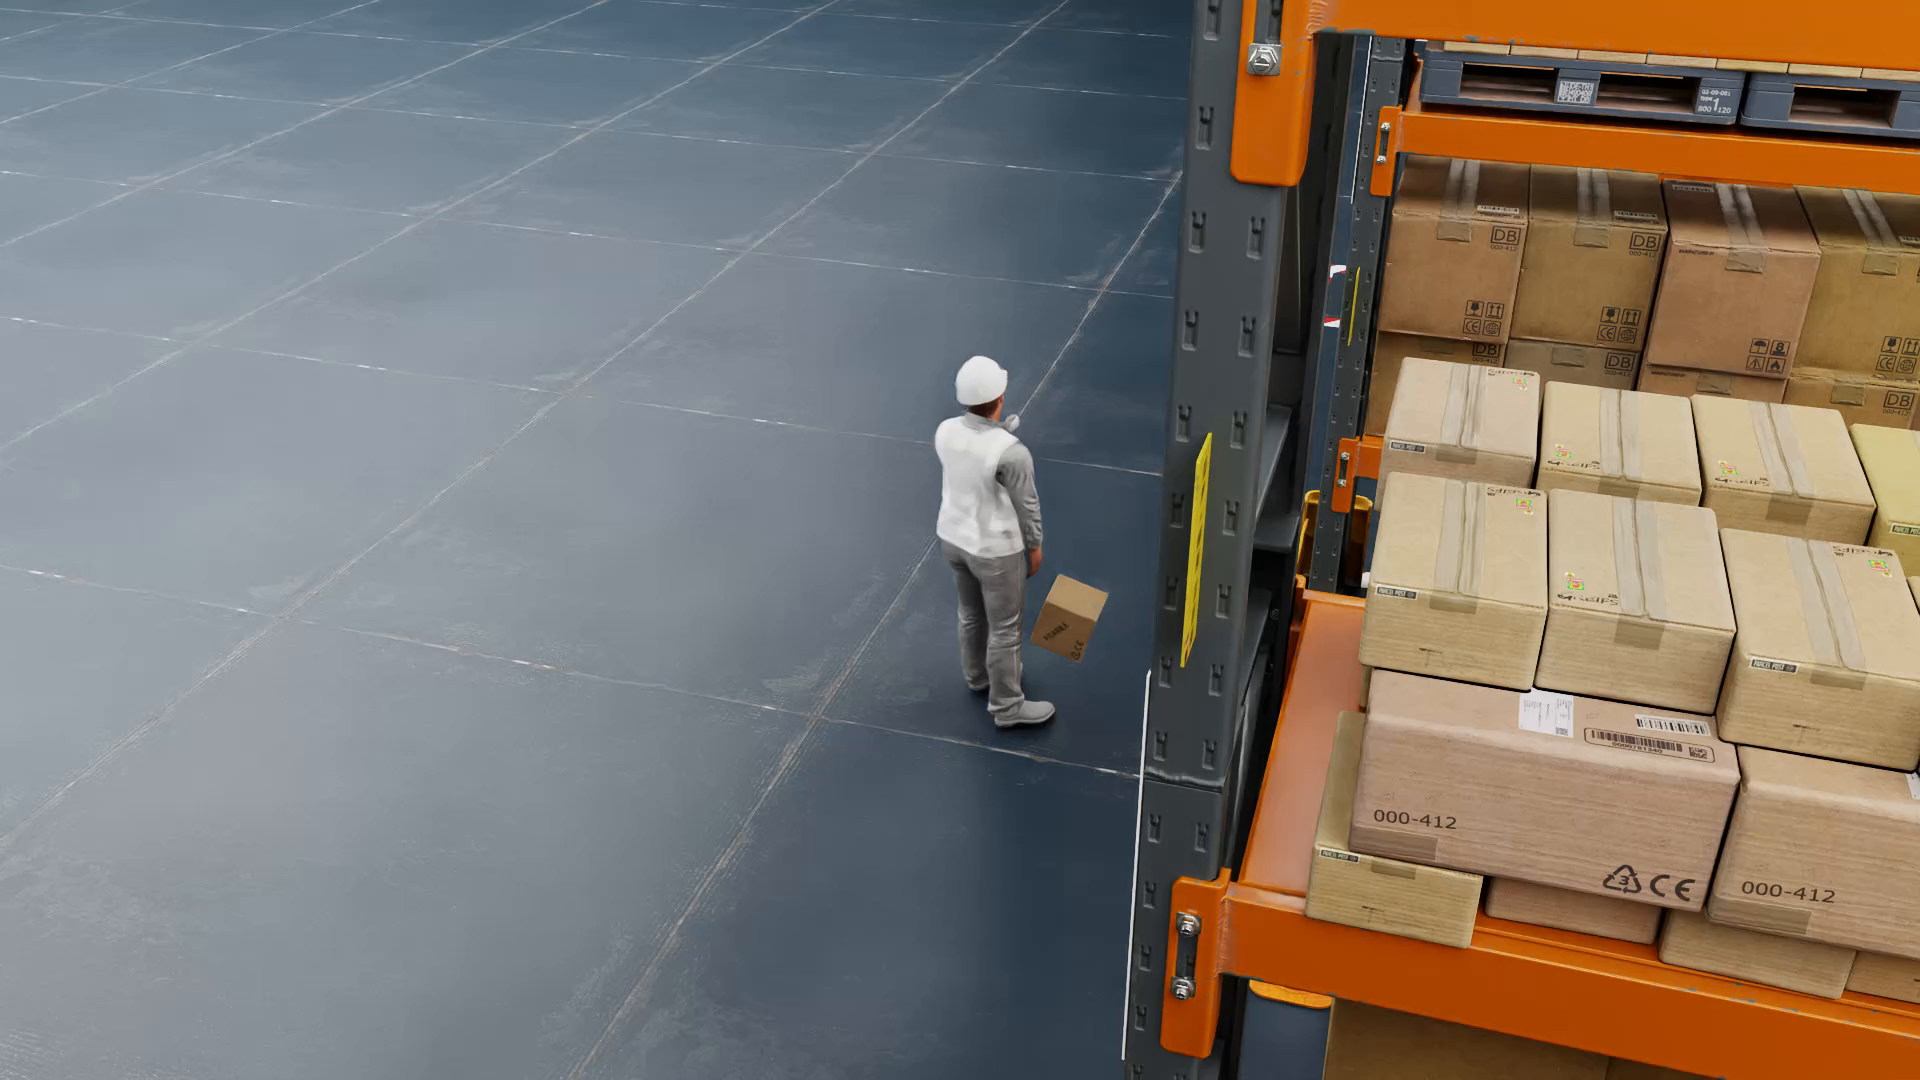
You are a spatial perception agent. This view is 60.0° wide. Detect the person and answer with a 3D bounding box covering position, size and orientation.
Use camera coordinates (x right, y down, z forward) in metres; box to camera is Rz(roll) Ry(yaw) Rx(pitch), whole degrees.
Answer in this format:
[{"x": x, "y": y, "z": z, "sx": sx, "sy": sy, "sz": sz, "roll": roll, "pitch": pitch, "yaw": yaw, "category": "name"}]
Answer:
[{"x": 0.185, "y": -0.005, "z": 7.572, "sx": 0.583, "sy": 1.771, "sz": 0.486, "roll": 25, "pitch": 37, "yaw": 37, "category": "person"}]
